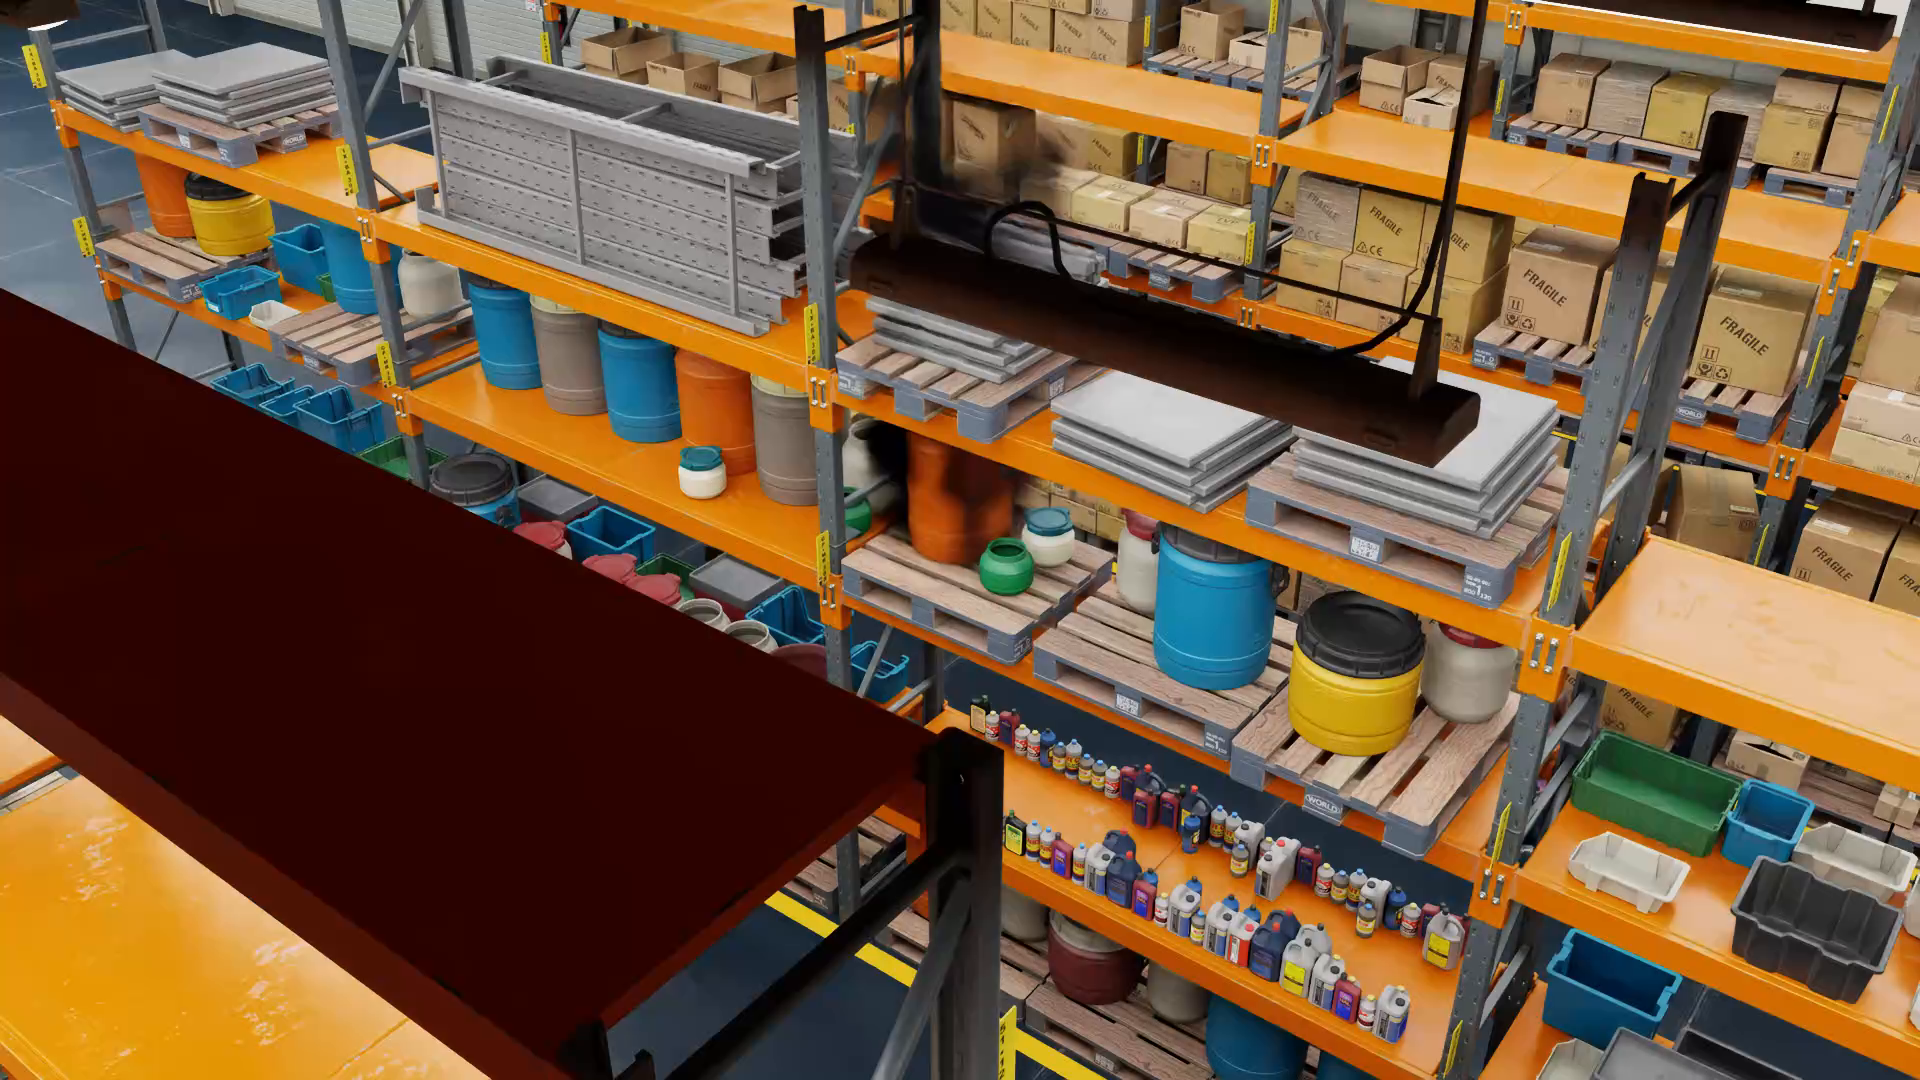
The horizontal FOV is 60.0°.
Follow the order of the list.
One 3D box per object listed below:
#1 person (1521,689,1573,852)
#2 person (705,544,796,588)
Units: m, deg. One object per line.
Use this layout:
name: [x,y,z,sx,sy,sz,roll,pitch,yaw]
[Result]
person: [3.952,1.611,10.925,0.827,1.466,0.525,12,33,19]
person: [-1.856,-0.194,13.812,1.024,1.762,0.718,14,34,22]
